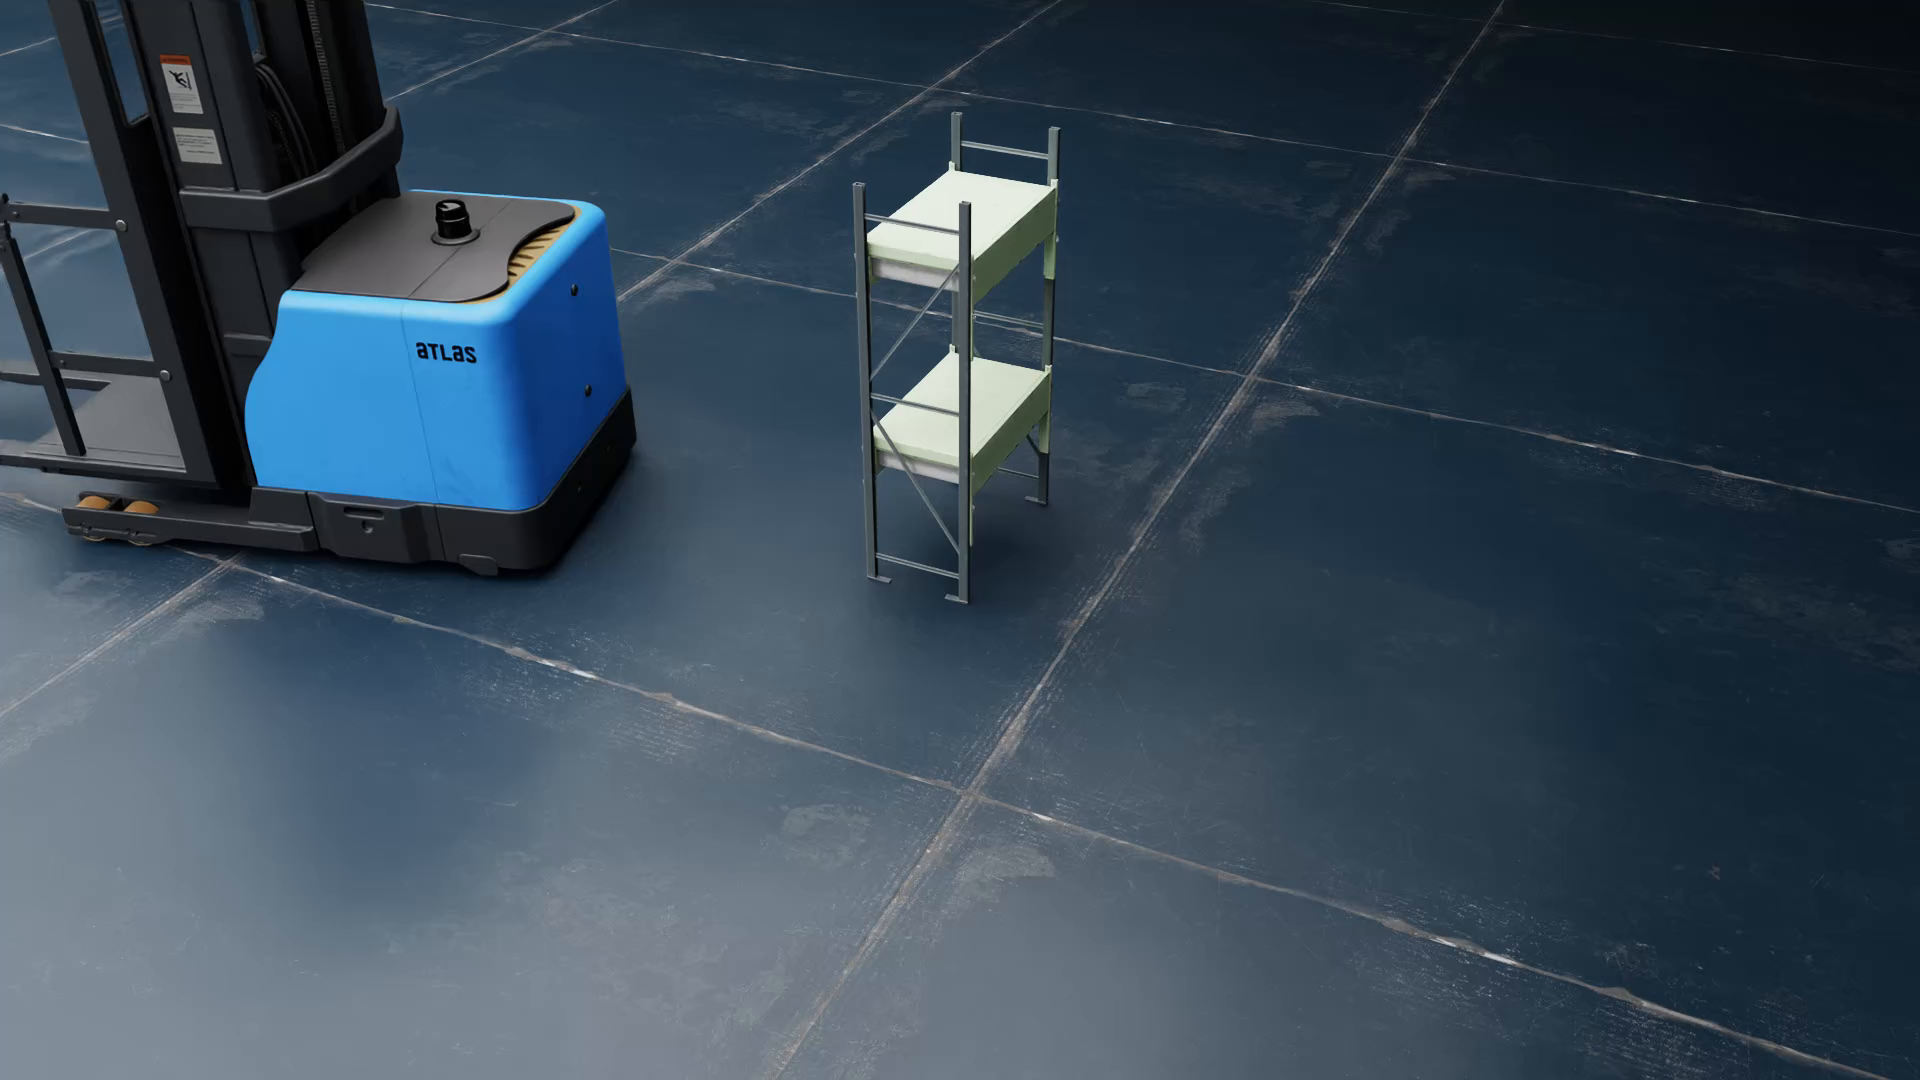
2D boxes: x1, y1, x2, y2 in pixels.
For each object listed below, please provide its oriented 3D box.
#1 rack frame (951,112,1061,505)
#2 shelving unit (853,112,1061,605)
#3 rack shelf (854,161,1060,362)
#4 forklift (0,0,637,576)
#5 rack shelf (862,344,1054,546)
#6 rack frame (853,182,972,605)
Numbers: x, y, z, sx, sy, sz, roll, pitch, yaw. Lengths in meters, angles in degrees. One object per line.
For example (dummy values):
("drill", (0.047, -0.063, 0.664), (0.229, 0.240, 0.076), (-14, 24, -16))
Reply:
("rack frame", (0.156, -0.813, 6.122), (0.400, 1.500, 0.023), (14, 36, 20))
("shelving unit", (0.003, -0.631, 5.844), (0.431, 1.500, 0.755), (14, 36, 20))
("rack shelf", (0.003, -0.957, 5.630), (0.431, 0.370, 0.720), (14, 36, 20))
("forklift", (-2.877, -1.480, 5.834), (3.031, 2.935, 1.130), (6, 34, 9))
("rack shelf", (0.003, -0.358, 6.023), (0.431, 0.370, 0.720), (14, 36, 20))
("rack frame", (-0.150, -0.448, 5.566), (0.400, 1.500, 0.023), (14, 36, 20))
